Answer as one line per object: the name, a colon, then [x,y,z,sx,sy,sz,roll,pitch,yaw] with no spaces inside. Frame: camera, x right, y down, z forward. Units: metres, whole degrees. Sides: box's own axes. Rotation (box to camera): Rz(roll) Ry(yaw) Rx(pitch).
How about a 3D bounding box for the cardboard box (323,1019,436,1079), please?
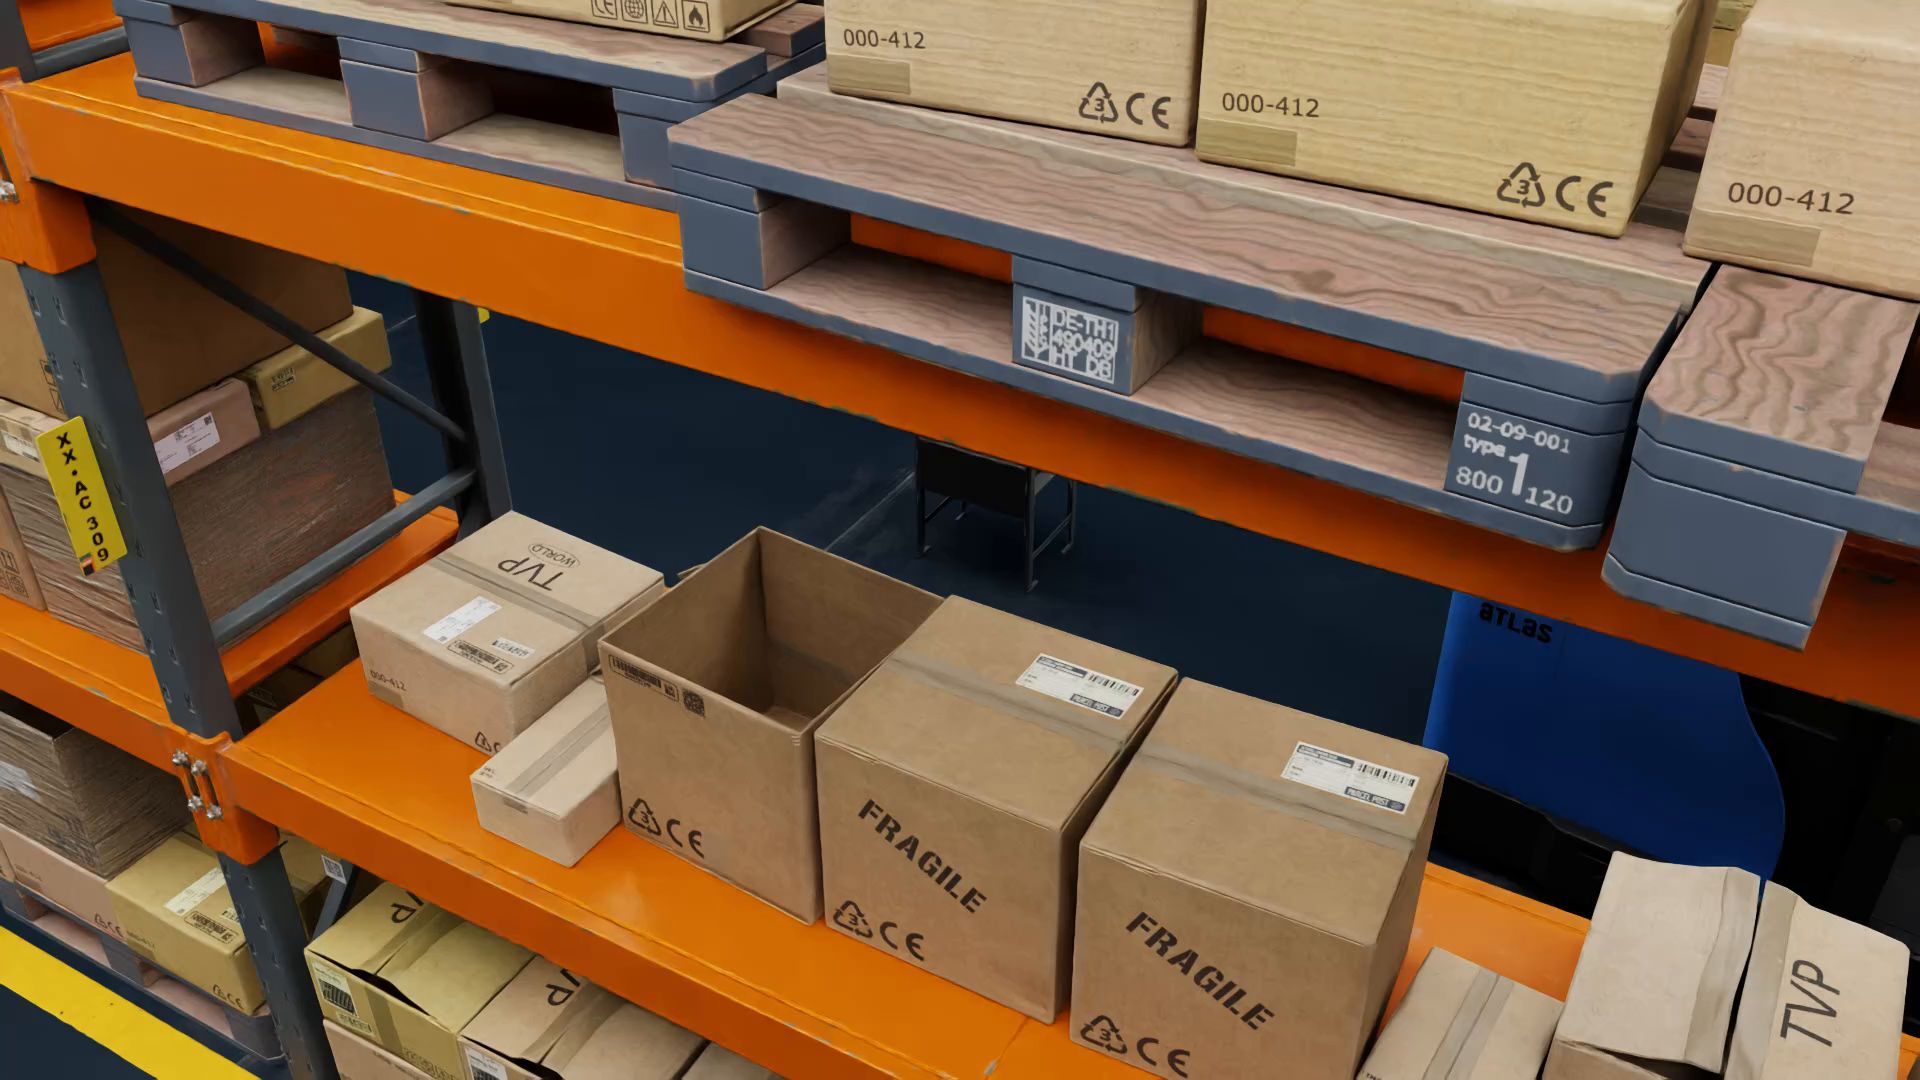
cardboard box: [-1.249,1.241,4.283,0.500,0.250,0.500,17,37,23]

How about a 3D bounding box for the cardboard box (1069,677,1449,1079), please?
cardboard box: [0.531,0.646,2.984,0.500,0.500,0.500,16,37,22]

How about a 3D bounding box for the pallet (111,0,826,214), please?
pallet: [-0.704,-0.892,2.849,1.217,0.209,0.805,16,37,23]

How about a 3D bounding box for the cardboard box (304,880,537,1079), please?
cardboard box: [-1.242,1.010,4.122,0.500,0.311,0.500,18,38,25]

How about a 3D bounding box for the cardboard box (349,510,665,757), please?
cardboard box: [-1.028,0.217,3.852,0.500,0.250,0.500,20,39,27]

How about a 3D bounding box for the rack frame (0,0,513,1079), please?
rack frame: [-1.477,0.041,3.983,0.127,3.000,1.000,18,37,24]

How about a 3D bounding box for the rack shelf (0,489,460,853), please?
rack shelf: [-3.213,-0.210,5.008,4.000,0.370,1.077,18,37,24]

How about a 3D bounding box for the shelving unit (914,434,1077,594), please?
shelving unit: [0.144,-0.828,6.100,0.503,2.100,0.431,18,37,24]

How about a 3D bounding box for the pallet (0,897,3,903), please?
pallet: [-3.210,0.627,5.617,1.213,0.211,1.003,18,37,24]

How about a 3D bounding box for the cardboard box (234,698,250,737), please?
cardboard box: [-2.162,0.286,5.039,0.500,0.500,0.500,18,37,24]

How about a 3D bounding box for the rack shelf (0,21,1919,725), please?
rack shelf: [0.260,-0.358,2.525,4.000,0.370,1.077,18,37,24]

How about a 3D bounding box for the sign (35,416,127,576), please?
sign: [-1.751,-0.085,3.319,0.005,0.325,0.100,18,37,24]

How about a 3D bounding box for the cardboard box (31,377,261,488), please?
cardboard box: [-1.819,-0.243,3.733,0.250,0.149,0.380,18,37,24]

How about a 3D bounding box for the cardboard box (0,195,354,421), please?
cardboard box: [-1.865,-0.660,3.774,0.500,0.500,0.700,18,38,25]

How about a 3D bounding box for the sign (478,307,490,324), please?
sign: [-1.216,-0.672,4.080,0.005,0.325,0.100,18,37,24]

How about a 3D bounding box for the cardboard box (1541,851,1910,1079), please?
cardboard box: [1.316,0.839,2.865,0.500,0.311,0.500,17,37,24]

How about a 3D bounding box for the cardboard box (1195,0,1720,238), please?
cardboard box: [0.619,-0.616,2.019,0.500,0.250,0.500,17,37,23]

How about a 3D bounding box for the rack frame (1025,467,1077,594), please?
rack frame: [0.356,-0.761,5.999,0.015,2.100,0.400,18,37,24]

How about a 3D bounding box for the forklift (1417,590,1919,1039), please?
forklift: [2.920,-0.024,4.142,3.031,2.935,1.130,22,40,30]

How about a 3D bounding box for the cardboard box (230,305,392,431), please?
cardboard box: [-1.614,-0.438,4.026,0.250,0.149,0.380,18,37,24]

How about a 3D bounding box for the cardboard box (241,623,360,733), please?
cardboard box: [-1.724,0.420,4.838,0.500,0.500,0.500,18,37,24]

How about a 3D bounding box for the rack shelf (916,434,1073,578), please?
rack shelf: [0.144,-0.234,6.495,0.480,0.518,0.431,18,37,24]

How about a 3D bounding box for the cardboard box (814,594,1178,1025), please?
cardboard box: [0.074,0.501,3.202,0.500,0.500,0.500,18,38,24]

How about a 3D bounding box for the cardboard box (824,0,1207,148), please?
cardboard box: [0.153,-0.765,2.243,0.500,0.250,0.500,14,36,20]

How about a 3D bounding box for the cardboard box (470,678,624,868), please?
cardboard box: [-0.809,0.487,3.539,0.250,0.149,0.380,18,37,24]

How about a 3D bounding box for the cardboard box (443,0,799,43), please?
cardboard box: [-0.468,-0.996,2.590,0.500,0.250,0.500,14,36,20]

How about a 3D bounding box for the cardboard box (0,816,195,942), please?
cardboard box: [-2.417,0.846,4.876,0.500,0.250,0.500,18,37,24]

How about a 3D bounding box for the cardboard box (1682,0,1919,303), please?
cardboard box: [1.110,-0.453,1.775,0.500,0.250,0.500,19,38,26]

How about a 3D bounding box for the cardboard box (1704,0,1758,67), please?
cardboard box: [2.945,-1.925,6.448,0.500,0.500,0.700,18,37,24]

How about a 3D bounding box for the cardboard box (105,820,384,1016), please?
cardboard box: [-1.988,0.988,4.662,0.500,0.250,0.500,18,37,24]

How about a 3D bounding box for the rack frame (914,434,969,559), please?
rack frame: [-0.068,-0.896,6.200,0.015,2.100,0.400,18,37,24]

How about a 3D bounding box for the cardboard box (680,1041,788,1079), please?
cardboard box: [-0.360,1.292,3.699,0.500,0.311,0.500,16,37,23]

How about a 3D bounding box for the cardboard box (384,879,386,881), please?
cardboard box: [-1.729,0.737,5.039,0.500,0.250,0.500,18,37,24]

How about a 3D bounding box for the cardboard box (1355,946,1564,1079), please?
cardboard box: [0.861,0.922,2.886,0.250,0.149,0.380,21,39,28]

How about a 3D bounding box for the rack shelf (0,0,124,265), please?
rack shelf: [-3.213,-1.458,4.177,4.000,0.370,1.077,18,37,24]

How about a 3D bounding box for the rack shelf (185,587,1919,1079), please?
rack shelf: [0.260,0.890,3.356,4.000,0.370,1.077,18,37,24]

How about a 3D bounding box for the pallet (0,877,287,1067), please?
pallet: [-2.146,0.962,5.114,1.213,0.211,1.003,18,37,24]

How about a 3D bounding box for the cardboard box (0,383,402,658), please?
cardboard box: [-1.865,-0.120,4.134,0.500,0.500,0.700,17,37,23]

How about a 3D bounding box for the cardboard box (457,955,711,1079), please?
cardboard box: [-0.810,1.151,3.912,0.500,0.311,0.500,17,37,24]

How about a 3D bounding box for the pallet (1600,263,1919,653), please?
pallet: [1.363,-0.173,1.767,1.003,0.211,1.213,19,38,27]

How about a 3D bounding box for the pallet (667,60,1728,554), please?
pallet: [0.390,-0.479,2.227,1.213,0.211,1.003,19,38,27]

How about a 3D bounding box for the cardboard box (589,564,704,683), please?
cardboard box: [-0.622,0.250,3.789,0.258,0.266,0.396,17,37,23]

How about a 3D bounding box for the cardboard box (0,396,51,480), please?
cardboard box: [-2.033,-0.312,3.836,0.250,0.149,0.380,17,37,23]

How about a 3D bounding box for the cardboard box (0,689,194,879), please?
cardboard box: [-2.416,0.533,4.669,0.500,0.500,0.500,18,37,24]

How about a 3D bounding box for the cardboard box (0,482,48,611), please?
cardboard box: [-2.326,-0.262,4.347,0.500,0.500,0.700,17,37,24]

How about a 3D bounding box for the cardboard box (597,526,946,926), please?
cardboard box: [-0.361,0.363,3.408,0.500,0.500,0.500,20,39,28]

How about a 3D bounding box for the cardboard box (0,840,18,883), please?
cardboard box: [-2.858,0.715,5.071,0.500,0.250,0.500,18,37,24]

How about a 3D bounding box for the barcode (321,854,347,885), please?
barcode: [-1.462,0.769,3.881,0.075,0.075,0.001,18,37,24]
